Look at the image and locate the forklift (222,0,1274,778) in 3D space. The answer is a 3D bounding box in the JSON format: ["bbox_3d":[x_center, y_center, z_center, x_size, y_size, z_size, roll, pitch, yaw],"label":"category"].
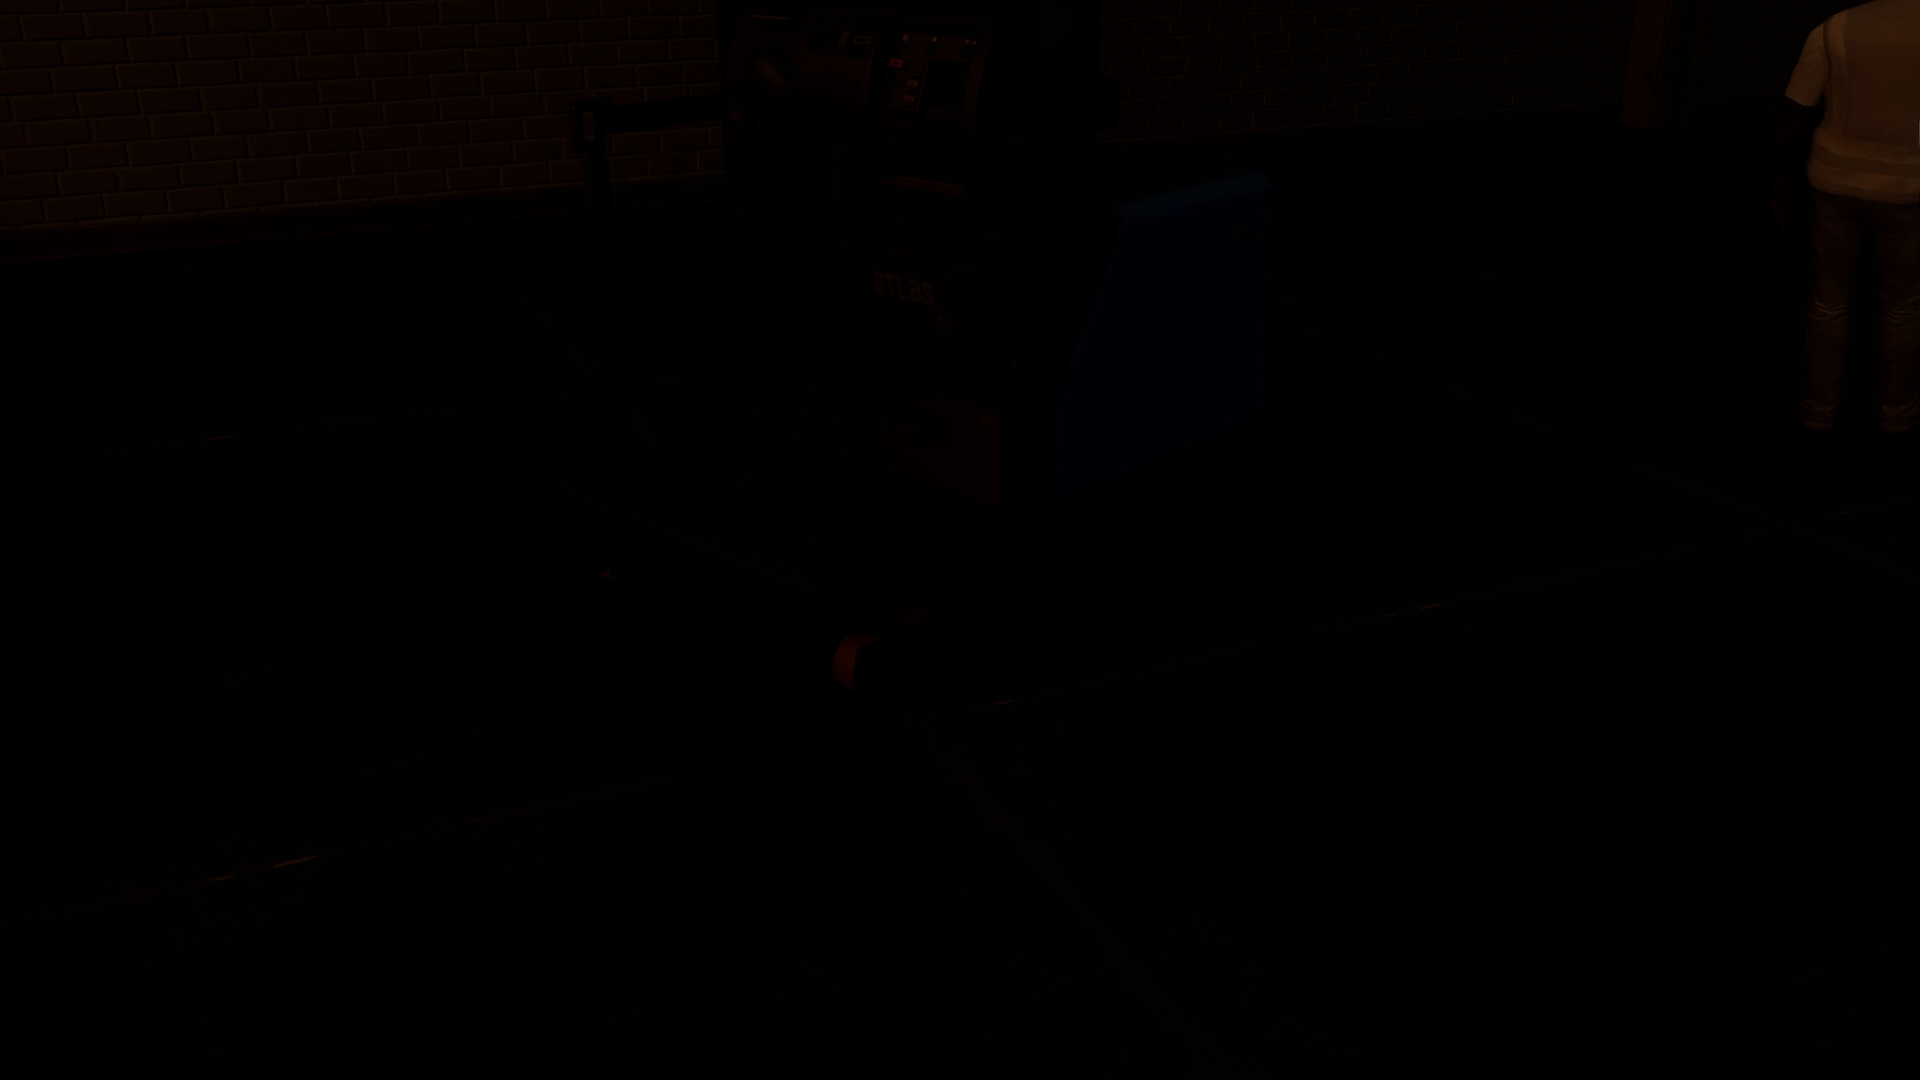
[{"bbox_3d":[-0.413,-1.182,4.131,1.130,2.935,3.031,19,29,39],"label":"forklift"}]

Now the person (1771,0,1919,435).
[{"bbox_3d":[3.190,-1.246,5.785,0.666,1.765,0.577,15,27,31],"label":"person"}]
